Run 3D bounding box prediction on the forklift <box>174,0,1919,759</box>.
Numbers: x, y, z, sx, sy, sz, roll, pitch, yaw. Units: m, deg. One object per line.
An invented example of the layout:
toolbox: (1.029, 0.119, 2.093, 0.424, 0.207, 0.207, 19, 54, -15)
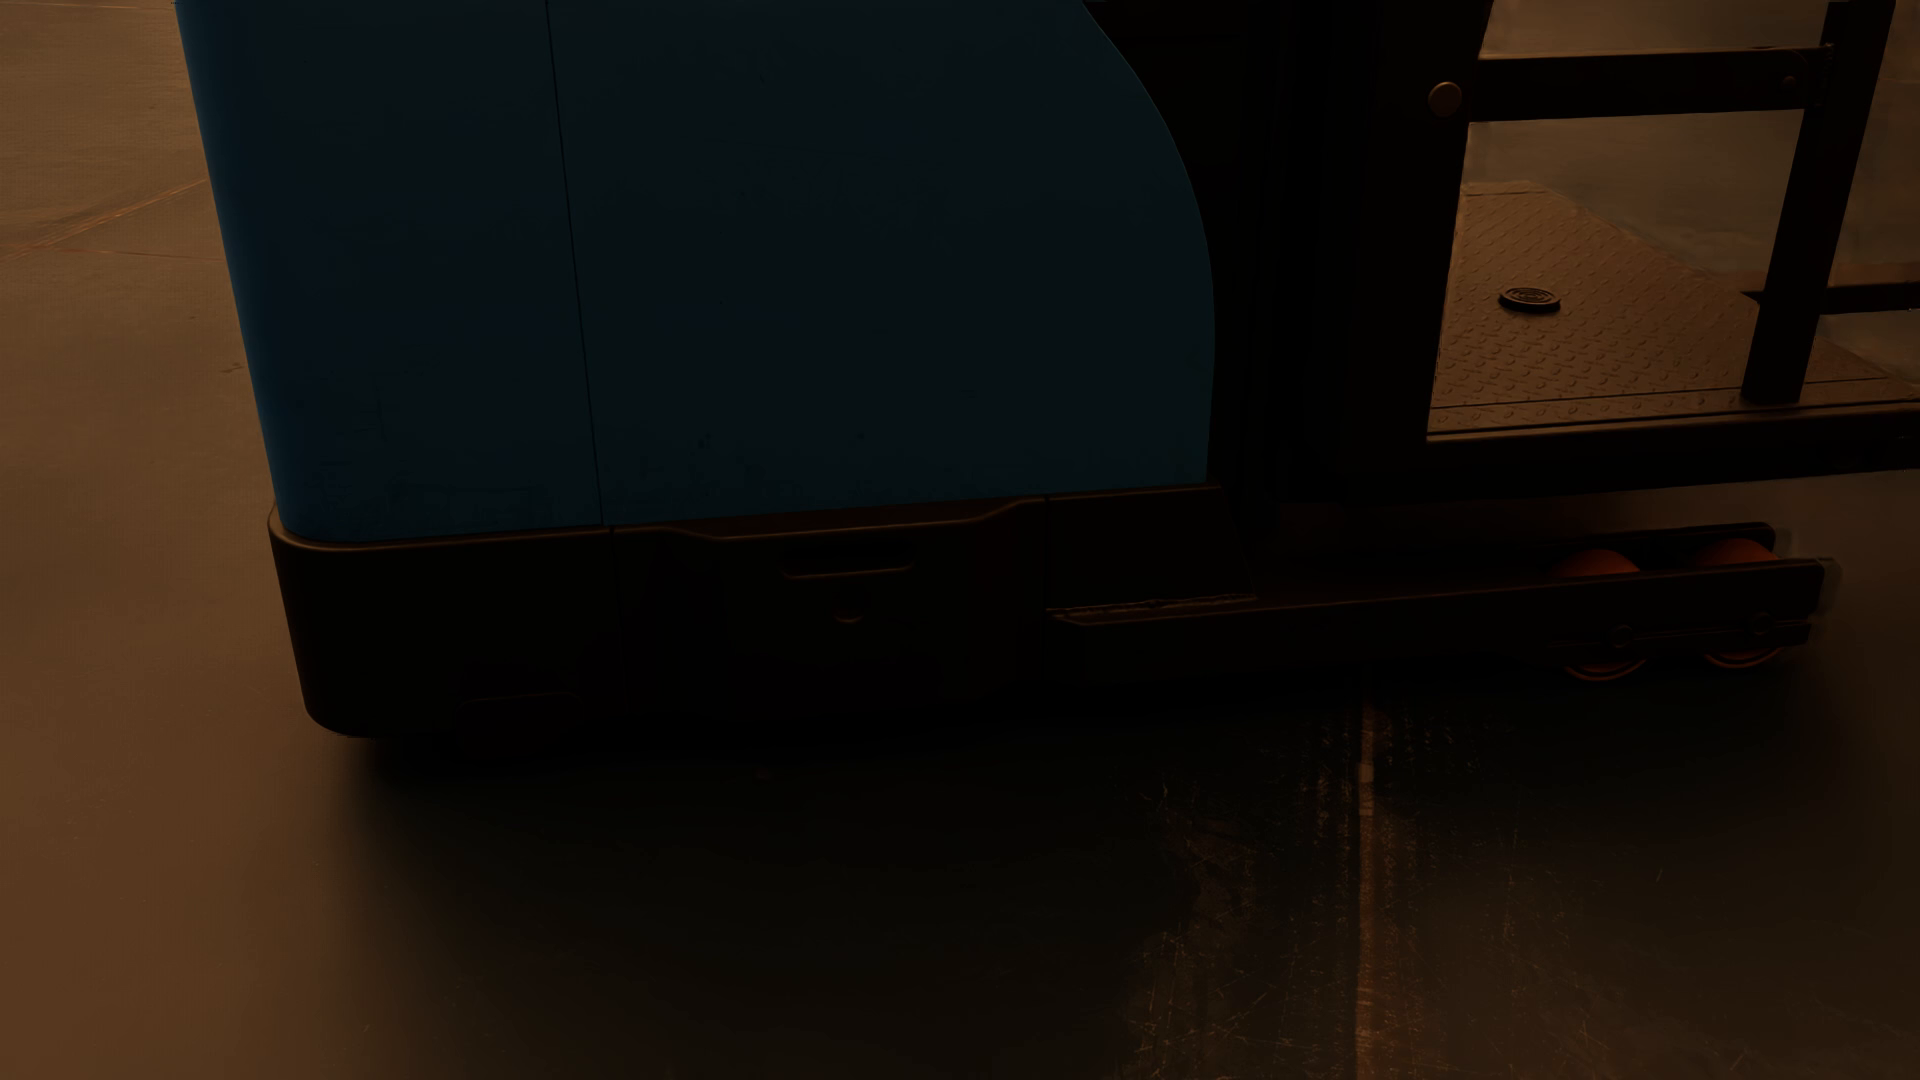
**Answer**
forklift: (0.650, -1.358, 1.937, 3.031, 2.935, 1.130, -4, 27, -9)
